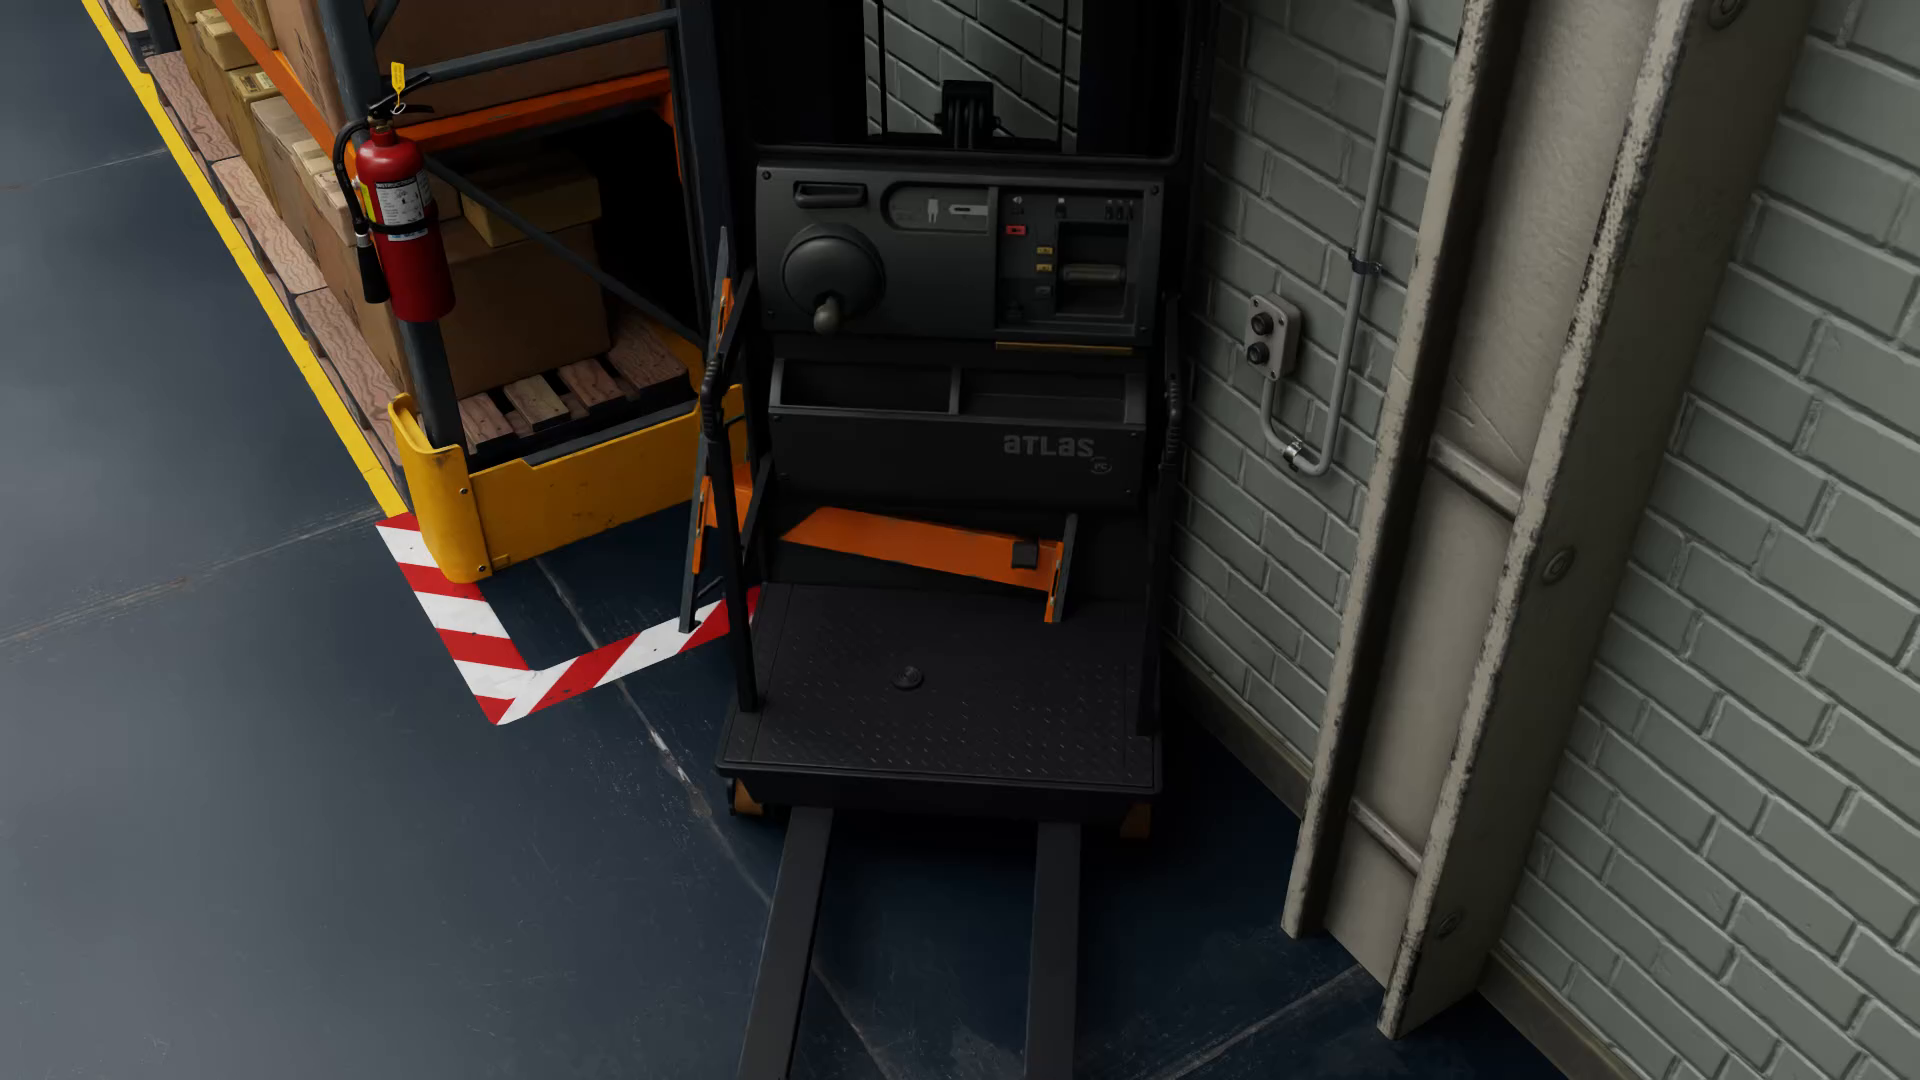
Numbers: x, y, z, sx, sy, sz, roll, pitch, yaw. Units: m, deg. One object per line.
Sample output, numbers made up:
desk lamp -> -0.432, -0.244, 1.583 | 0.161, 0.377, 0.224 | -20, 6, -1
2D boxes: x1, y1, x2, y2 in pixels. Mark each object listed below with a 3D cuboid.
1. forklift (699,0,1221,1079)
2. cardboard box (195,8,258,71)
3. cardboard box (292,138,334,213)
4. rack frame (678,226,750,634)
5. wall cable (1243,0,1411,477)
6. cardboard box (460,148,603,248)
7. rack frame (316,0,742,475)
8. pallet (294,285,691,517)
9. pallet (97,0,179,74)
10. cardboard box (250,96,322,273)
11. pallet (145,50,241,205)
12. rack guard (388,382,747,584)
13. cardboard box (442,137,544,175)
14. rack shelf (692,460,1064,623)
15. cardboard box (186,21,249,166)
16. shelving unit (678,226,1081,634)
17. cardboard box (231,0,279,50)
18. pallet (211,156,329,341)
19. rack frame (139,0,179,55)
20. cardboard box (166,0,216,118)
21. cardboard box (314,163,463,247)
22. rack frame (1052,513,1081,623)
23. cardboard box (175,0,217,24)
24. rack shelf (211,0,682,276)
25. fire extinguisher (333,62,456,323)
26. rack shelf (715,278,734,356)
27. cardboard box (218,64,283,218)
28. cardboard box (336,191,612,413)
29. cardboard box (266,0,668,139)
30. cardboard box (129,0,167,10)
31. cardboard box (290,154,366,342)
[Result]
forklift -> -0.019, -0.577, 3.653 | 1.130, 2.935, 3.031 | 3, 40, 4
cardboard box -> -2.680, -1.949, 6.364 | 0.380, 0.149, 0.250 | -23, 45, -26
cardboard box -> -1.978, -1.246, 5.520 | 0.380, 0.149, 0.250 | -21, 44, -23
rack frame -> -0.644, -0.336, 4.722 | 0.032, 1.125, 0.500 | 11, 15, 8
wall cable -> 0.330, -1.333, 3.713 | 0.084, 1.984, 1.851 | -22, 45, -24
cardboard box -> -1.381, -1.103, 5.349 | 0.380, 0.149, 0.250 | -22, 45, -24
rack frame -> -1.156, -1.308, 4.477 | 1.000, 3.000, 0.127 | -22, 45, -24
pallet -> -1.652, -0.642, 5.855 | 1.003, 0.211, 1.213 | -22, 45, -24
pallet -> -3.786, -2.787, 8.429 | 1.003, 0.211, 1.213 | -22, 45, -24
cardboard box -> -2.157, -1.394, 6.204 | 0.700, 0.500, 0.500 | -24, 45, -26
pallet -> -2.964, -1.959, 7.436 | 1.003, 0.211, 1.213 | -22, 45, -24
rack guard -> -1.144, -0.335, 5.262 | 1.175, 0.500, 0.348 | -22, 45, -24
cardboard box -> -1.654, -1.377, 5.677 | 0.380, 0.149, 0.250 | -22, 45, -24
rack shelf -> -0.185, -0.009, 4.713 | 1.000, 0.278, 0.538 | 11, 15, 8
cardboard box -> -2.724, -1.957, 6.880 | 0.700, 0.500, 0.500 | -23, 45, -25
shelving unit -> -0.150, -0.242, 4.650 | 1.048, 1.125, 0.538 | 11, 15, 8
cardboard box -> -1.840, -2.084, 5.174 | 0.980, 0.700, 0.700 | -23, 45, -25
pallet -> -2.304, -1.300, 6.645 | 1.003, 0.211, 1.213 | -22, 45, -24
rack frame -> -3.307, -3.467, 7.068 | 1.000, 3.000, 0.127 | -22, 45, -24
cardboard box -> -2.992, -2.229, 7.207 | 0.700, 0.500, 0.500 | -22, 44, -24
cardboard box -> -1.840, -1.109, 5.355 | 0.380, 0.149, 0.250 | -23, 45, -25
rack frame -> 0.345, -0.149, 4.578 | 0.032, 1.125, 0.500 | 11, 15, 8
cardboard box -> -2.961, -2.231, 6.702 | 0.380, 0.149, 0.250 | -21, 44, -23
rack shelf -> -2.232, -2.111, 6.003 | 1.077, 0.370, 4.000 | -22, 45, -24
fire extinguisher -> -1.464, -0.895, 4.333 | 0.296, 0.674, 0.183 | -22, 45, -24
rack shelf -> -0.108, -0.522, 4.575 | 1.000, 0.278, 0.538 | 11, 15, 8
cardboard box -> -2.450, -1.679, 6.547 | 0.700, 0.500, 0.500 | -21, 44, -23
cardboard box -> -1.617, -0.853, 5.555 | 0.700, 0.500, 0.500 | -22, 45, -24
cardboard box -> -1.439, -1.695, 4.707 | 0.980, 0.700, 0.700 | -20, 44, -23
cardboard box -> -3.766, -3.109, 7.989 | 0.750, 0.750, 0.750 | -22, 44, -24
cardboard box -> -1.886, -1.123, 5.879 | 0.700, 0.500, 0.500 | -22, 45, -25
